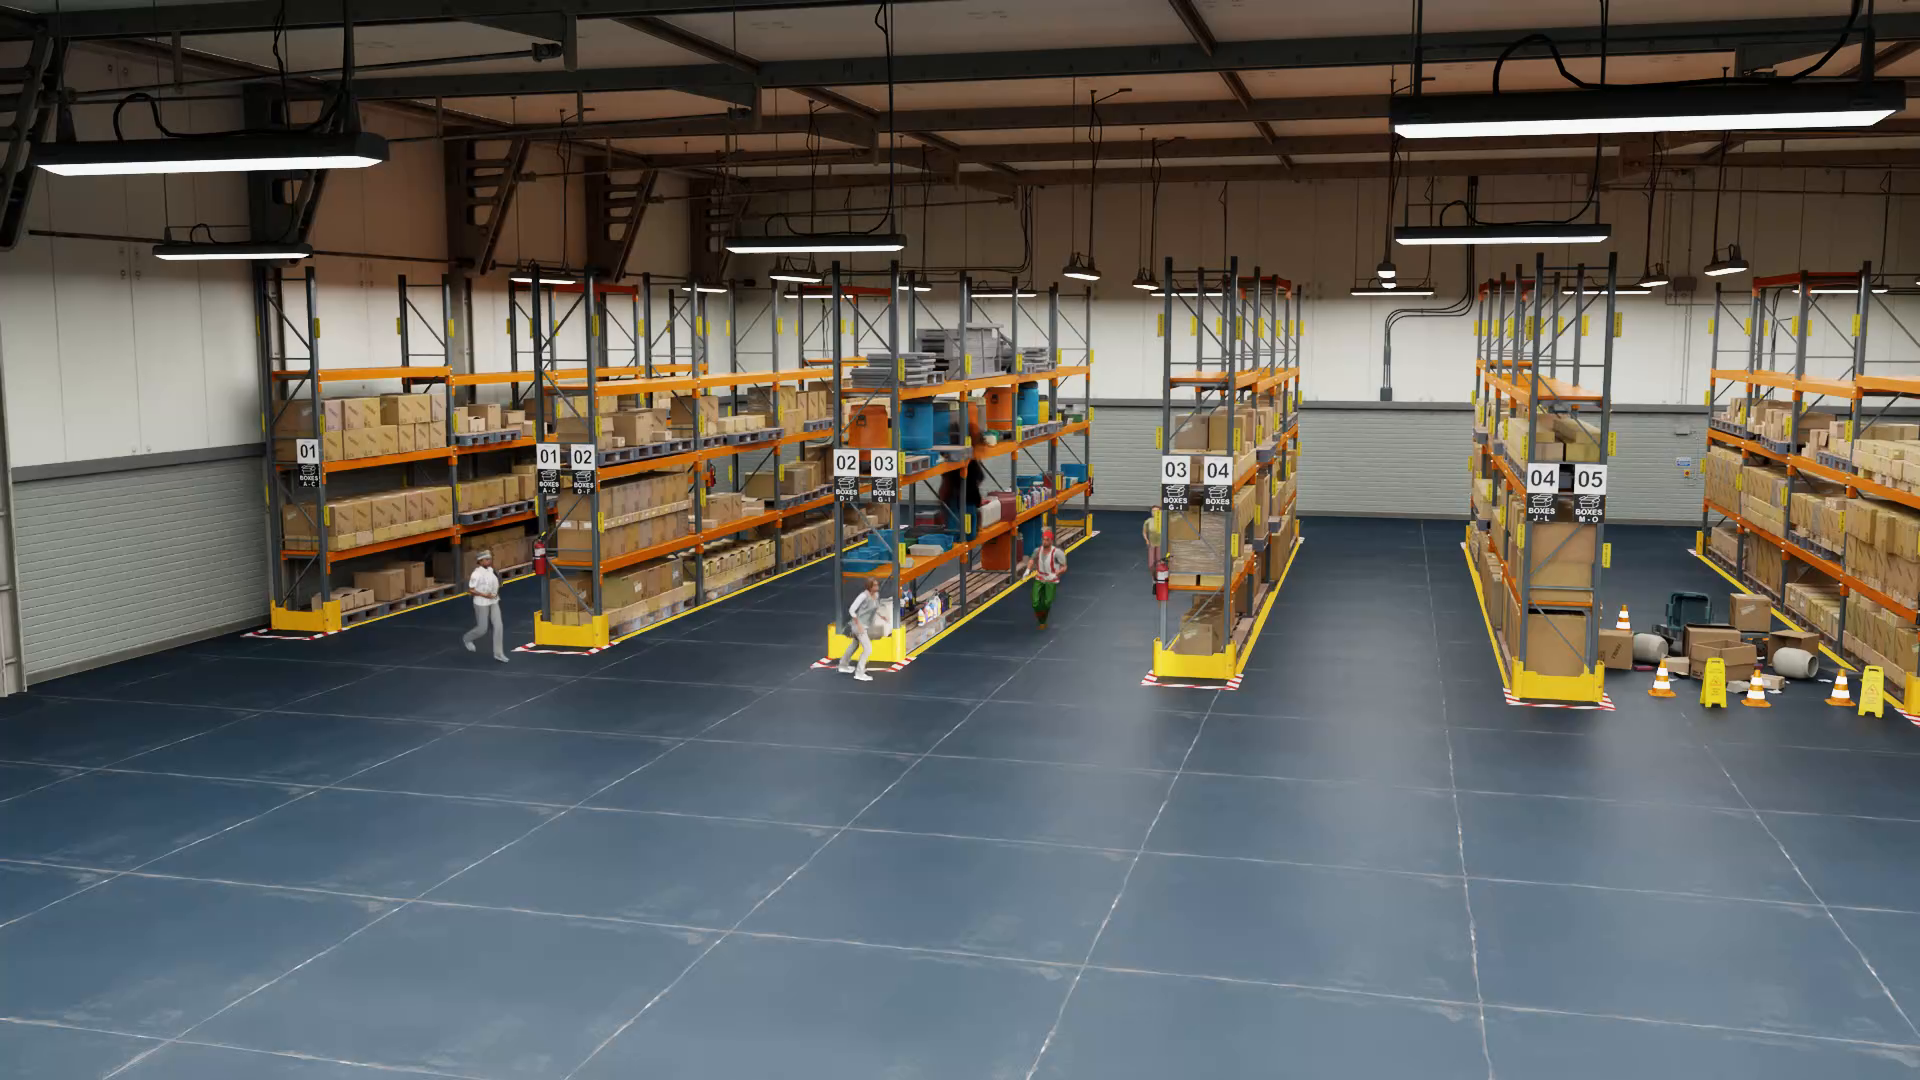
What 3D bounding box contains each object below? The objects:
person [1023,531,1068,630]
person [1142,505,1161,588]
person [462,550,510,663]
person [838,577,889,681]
[{"bbox_3d":[1.439,0.675,27.733,0.763,1.689,0.552,3,8,19],"label":"person"},{"bbox_3d":[3.801,0.136,32.178,0.569,1.598,0.576,2,8,16],"label":"person"},{"bbox_3d":[-7.208,0.991,25.185,0.882,1.704,0.589,4,8,30],"label":"person"},{"bbox_3d":[-1.406,1.250,23.817,0.809,1.522,0.586,2,8,17],"label":"person"}]
